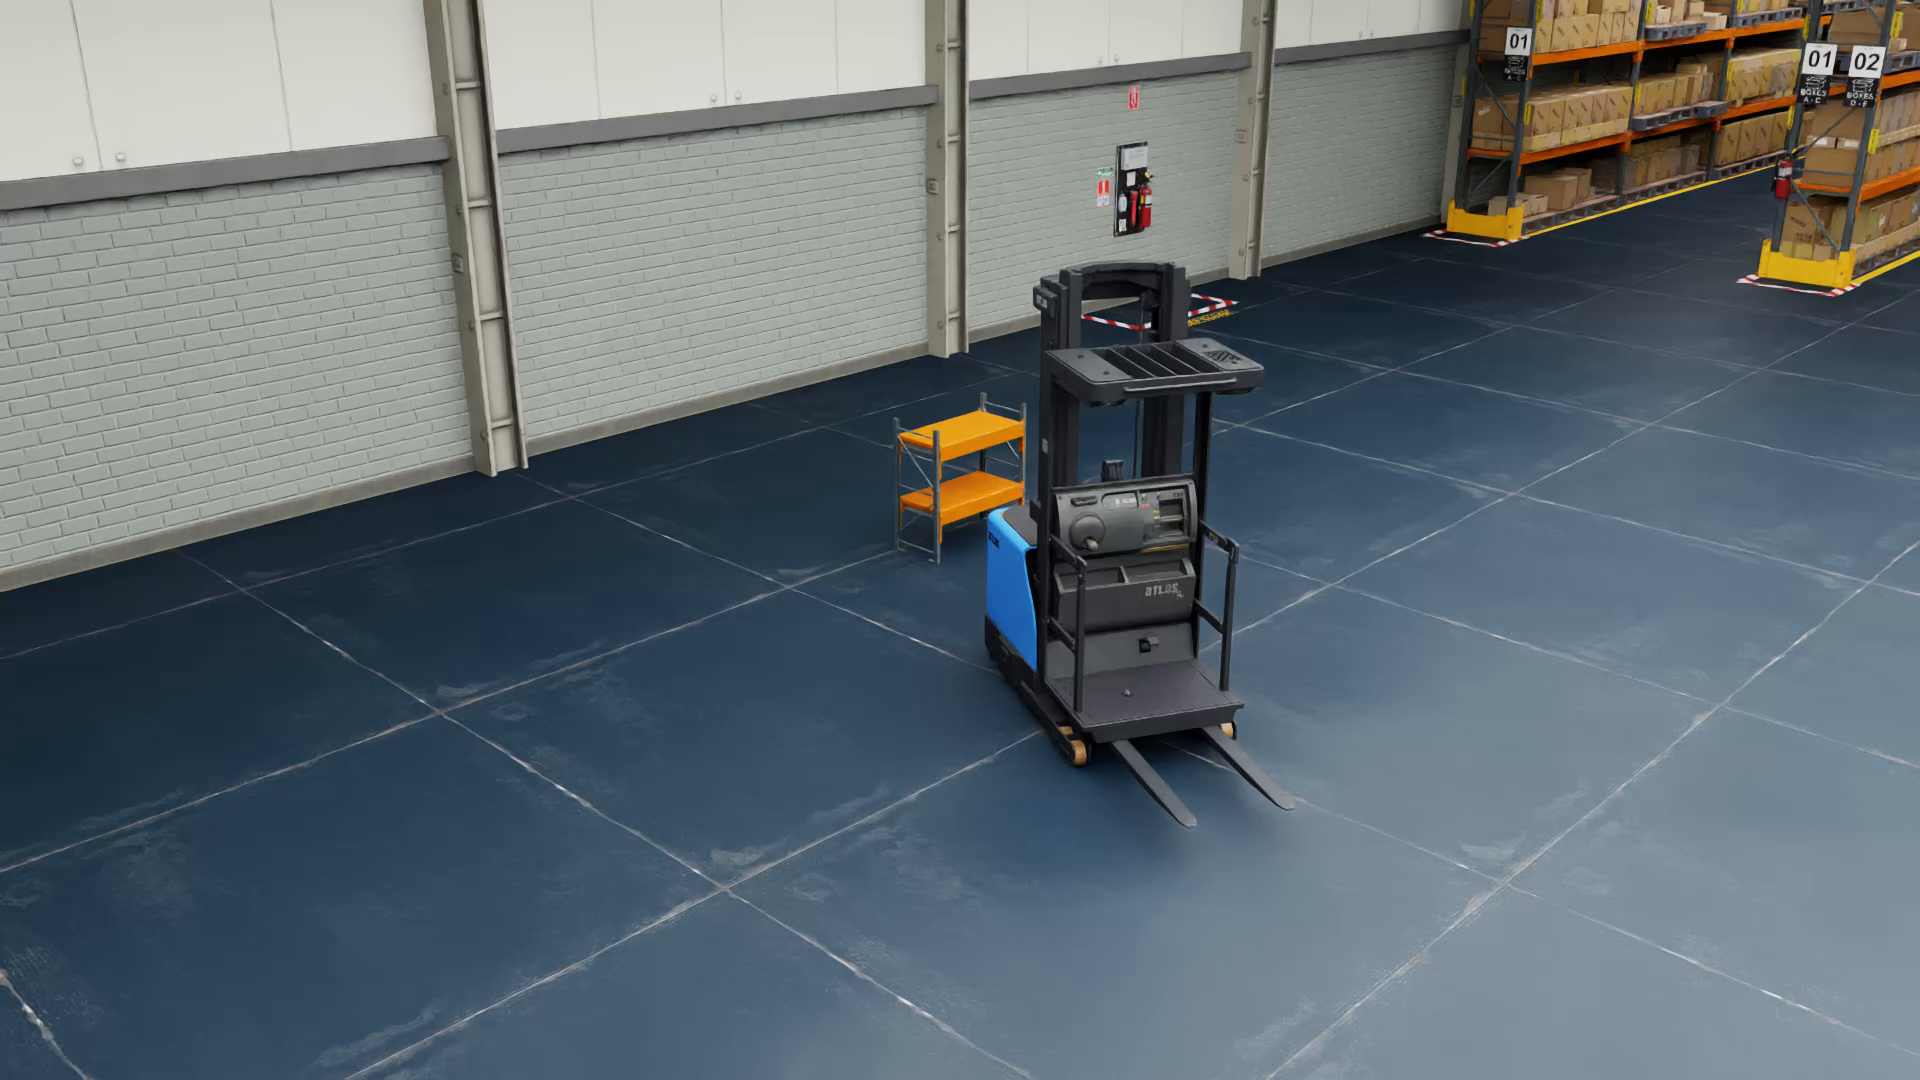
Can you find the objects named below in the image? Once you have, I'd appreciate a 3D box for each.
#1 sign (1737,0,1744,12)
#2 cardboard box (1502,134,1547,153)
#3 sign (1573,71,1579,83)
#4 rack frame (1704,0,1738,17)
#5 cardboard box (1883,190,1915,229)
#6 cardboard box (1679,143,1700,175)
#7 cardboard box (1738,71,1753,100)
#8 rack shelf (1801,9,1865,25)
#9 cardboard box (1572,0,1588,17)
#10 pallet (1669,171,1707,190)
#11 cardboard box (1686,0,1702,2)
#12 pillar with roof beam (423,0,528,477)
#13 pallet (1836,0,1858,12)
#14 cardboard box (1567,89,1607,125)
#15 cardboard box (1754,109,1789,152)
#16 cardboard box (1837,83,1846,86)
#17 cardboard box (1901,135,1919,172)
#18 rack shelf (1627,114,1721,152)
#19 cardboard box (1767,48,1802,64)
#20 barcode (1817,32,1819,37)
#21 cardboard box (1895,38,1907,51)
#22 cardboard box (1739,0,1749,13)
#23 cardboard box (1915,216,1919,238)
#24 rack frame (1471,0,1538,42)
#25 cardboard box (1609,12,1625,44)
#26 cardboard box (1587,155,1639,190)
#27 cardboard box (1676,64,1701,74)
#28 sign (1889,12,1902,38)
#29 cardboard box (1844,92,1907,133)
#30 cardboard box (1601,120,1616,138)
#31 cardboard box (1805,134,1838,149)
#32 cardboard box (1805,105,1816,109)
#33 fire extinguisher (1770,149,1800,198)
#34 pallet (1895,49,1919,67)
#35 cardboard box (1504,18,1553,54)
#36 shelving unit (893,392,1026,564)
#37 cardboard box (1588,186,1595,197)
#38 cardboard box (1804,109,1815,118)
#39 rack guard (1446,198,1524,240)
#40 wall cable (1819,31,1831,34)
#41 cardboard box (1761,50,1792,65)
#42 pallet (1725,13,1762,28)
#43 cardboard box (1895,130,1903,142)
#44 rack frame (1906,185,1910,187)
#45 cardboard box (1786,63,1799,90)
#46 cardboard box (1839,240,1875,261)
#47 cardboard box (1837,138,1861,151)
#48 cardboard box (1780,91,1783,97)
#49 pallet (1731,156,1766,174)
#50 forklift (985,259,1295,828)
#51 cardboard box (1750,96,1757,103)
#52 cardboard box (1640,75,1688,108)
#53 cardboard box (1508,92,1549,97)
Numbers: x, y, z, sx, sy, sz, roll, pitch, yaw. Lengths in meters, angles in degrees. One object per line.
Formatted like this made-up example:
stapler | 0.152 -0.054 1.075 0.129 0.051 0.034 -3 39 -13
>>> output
sign | 14.329 -9.869 30.530 0.100 0.325 0.005 19 28 41
cardboard box | 8.929 -6.293 26.308 0.500 0.250 0.500 18 28 39
sign | 10.751 -8.014 28.992 0.100 0.325 0.005 19 28 41
rack frame | 13.942 -11.164 30.439 1.000 3.000 0.127 19 28 41
cardboard box | 13.833 -4.930 24.785 0.500 0.500 0.500 19 28 41
cardboard box | 13.477 -7.204 31.370 0.500 0.500 0.700 -20 29 -41
cardboard box | 14.836 -8.752 31.943 0.500 0.500 0.500 -19 28 -40
rack shelf | 18.127 -10.970 35.119 1.077 0.370 4.000 19 28 41
cardboard box | 9.539 -8.519 26.178 0.500 0.500 0.500 -19 28 -41
pallet | 13.395 -6.862 31.494 1.003 0.211 1.213 19 28 41
cardboard box | 13.274 -9.692 30.624 0.500 0.500 0.500 19 28 41
pillar with roof beam | -1.243 -3.800 11.279 9.100 9.000 0.400 19 28 41
pallet | 18.161 -11.271 35.021 1.003 0.211 1.213 19 28 41
cardboard box | 10.340 -7.170 27.545 0.500 0.500 0.500 18 28 39
cardboard box | 16.372 -8.385 33.982 0.750 0.750 0.750 20 28 41
cardboard box | 18.674 -10.237 35.971 0.980 0.700 0.700 19 28 40
cardboard box | 13.682 -5.763 24.609 0.500 0.500 0.700 -20 28 -41
rack shelf | 12.546 -7.514 30.307 1.077 0.370 4.000 19 28 41
cardboard box | 16.589 -9.753 33.503 0.500 0.250 0.500 -19 28 -41
barcode | 11.777 -6.938 22.816 0.001 0.075 0.075 19 28 41
cardboard box | 12.860 -6.871 23.021 0.380 0.149 0.250 19 28 41
cardboard box | 14.571 -10.304 31.631 0.700 0.500 0.500 17 27 38
cardboard box | 14.536 -4.835 25.583 0.500 0.250 0.500 19 28 41
rack frame | 8.361 -9.108 25.089 1.000 3.000 0.127 19 28 41
cardboard box | 10.614 -8.473 27.452 0.500 0.500 0.500 16 26 36
cardboard box | 11.653 -6.568 29.713 0.500 0.500 0.700 -19 28 -40
cardboard box | 13.508 -8.736 30.827 0.380 0.149 0.250 14 25 32
sign | 12.306 -6.773 21.868 0.100 0.325 0.005 19 28 41
cardboard box | 12.998 -6.117 23.724 0.700 0.500 0.500 19 28 41
cardboard box | 10.684 -6.951 28.022 0.500 0.250 0.500 19 28 41
cardboard box | 12.043 -5.564 23.188 0.380 0.149 0.250 19 28 40
cardboard box | 18.345 -9.369 36.126 0.250 0.149 0.380 -20 28 -41
fire extinguisher | 11.497 -5.118 23.180 0.296 0.674 0.183 19 28 41
pallet | 13.275 -6.918 23.696 1.003 0.211 1.213 19 28 41
cardboard box | 8.773 -7.787 25.667 0.500 0.500 0.500 -19 28 -41
shelving unit | 0.005 -0.527 13.739 0.538 1.125 1.048 19 28 41
cardboard box | 10.799 -6.073 28.893 0.380 0.166 0.250 15 26 34
cardboard box | 18.061 -9.067 35.340 0.380 0.149 0.250 18 28 39
rack guard | 8.414 -5.160 26.665 1.175 0.500 0.348 19 28 41
wall cable | 19.738 -11.460 38.156 0.084 1.984 1.851 19 28 41
cardboard box | 16.226 -9.624 33.167 0.500 0.250 0.500 -19 28 -41
pallet | 14.353 -9.855 31.477 1.003 0.211 1.213 -19 28 -40
cardboard box | 13.238 -5.796 23.793 0.380 0.149 0.250 19 28 40
rack frame | 14.703 -6.097 25.617 1.000 3.000 0.127 19 28 41
cardboard box | 16.590 -9.405 33.643 0.500 0.500 0.500 19 28 40
cardboard box | 12.792 -4.193 23.911 0.500 0.250 0.500 19 28 41
cardboard box | 12.341 -5.465 22.930 0.380 0.149 0.250 19 28 40
cardboard box | 16.327 -9.000 33.494 0.250 0.149 0.380 -19 28 -40
pallet | 15.396 -7.558 33.306 1.003 0.211 1.213 19 28 41
forklift | 1.111 -0.128 10.184 1.130 2.935 3.031 -7 22 -17
cardboard box | 15.399 -8.680 32.660 0.380 0.149 0.250 19 28 41
cardboard box | 12.768 -8.167 30.250 0.700 0.500 0.500 19 28 41
cardboard box | 9.253 -7.032 27.187 0.500 0.500 0.500 18 28 39
